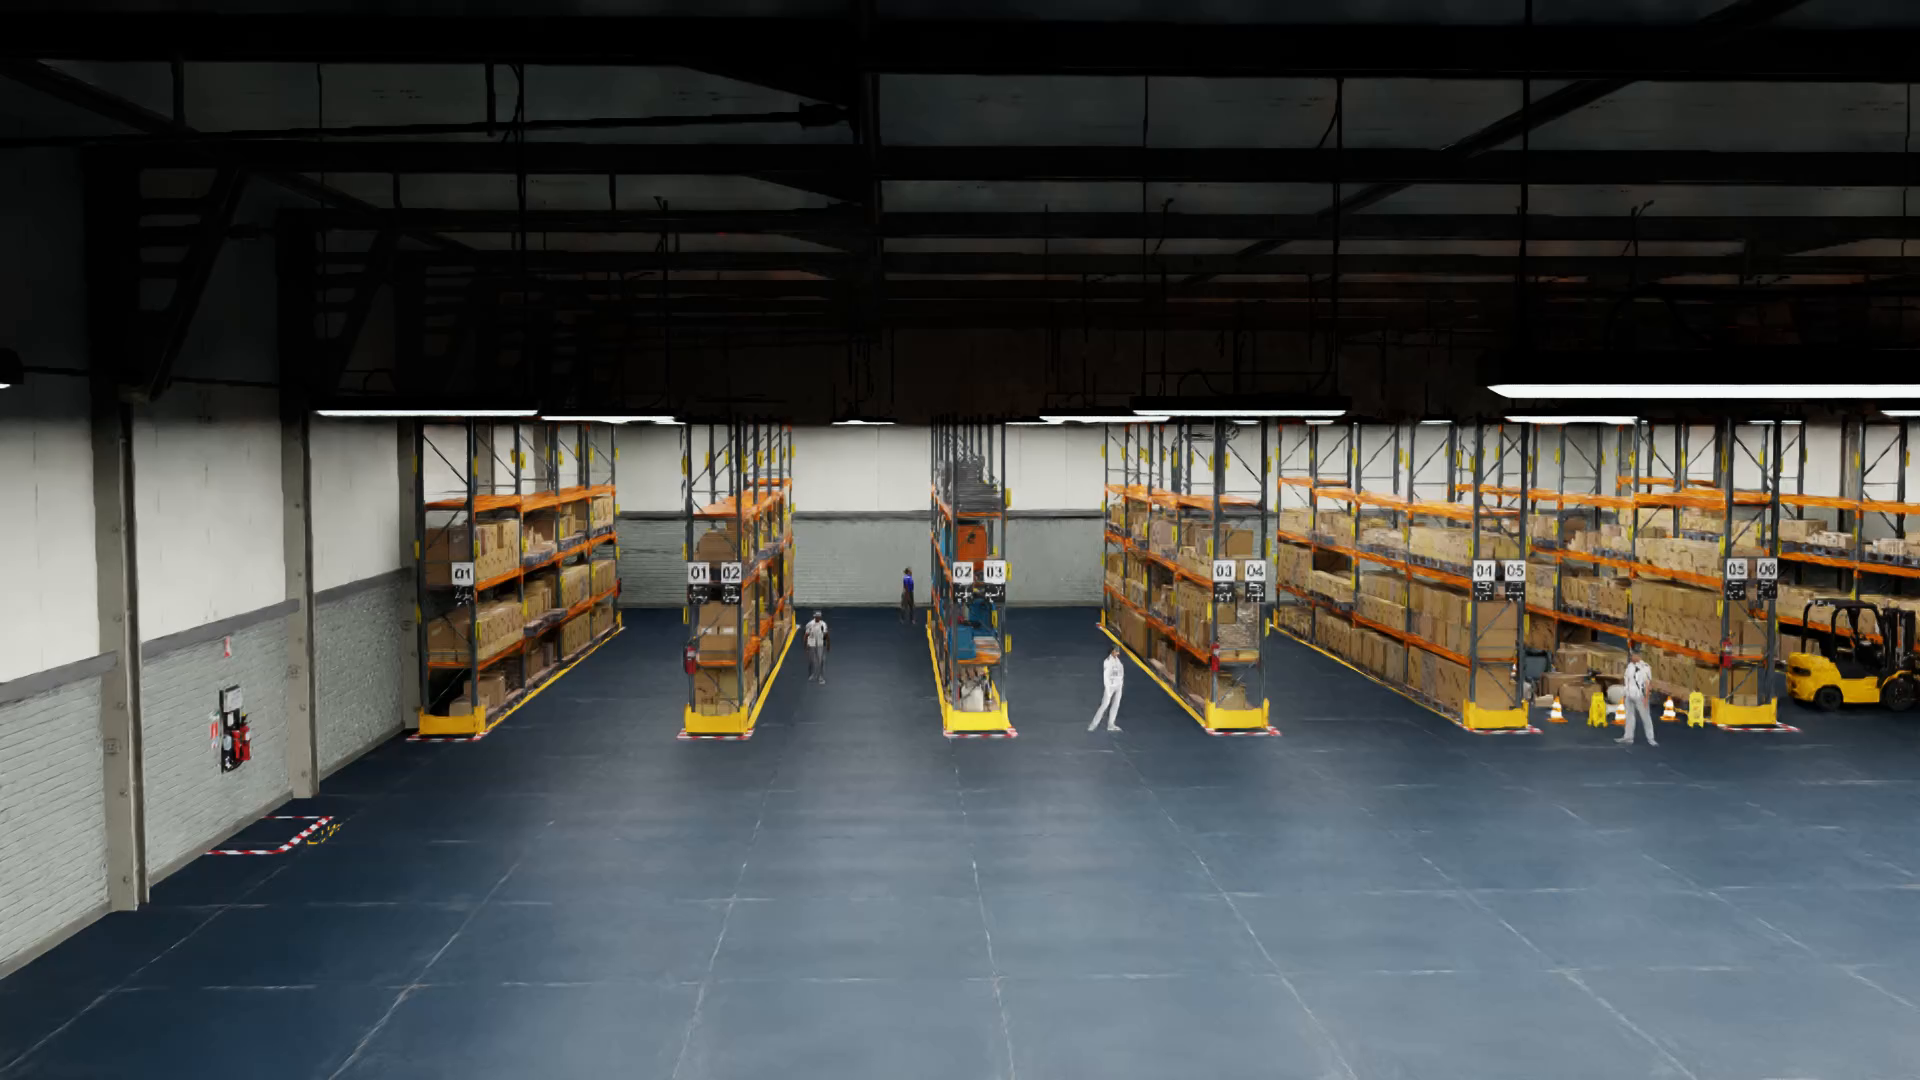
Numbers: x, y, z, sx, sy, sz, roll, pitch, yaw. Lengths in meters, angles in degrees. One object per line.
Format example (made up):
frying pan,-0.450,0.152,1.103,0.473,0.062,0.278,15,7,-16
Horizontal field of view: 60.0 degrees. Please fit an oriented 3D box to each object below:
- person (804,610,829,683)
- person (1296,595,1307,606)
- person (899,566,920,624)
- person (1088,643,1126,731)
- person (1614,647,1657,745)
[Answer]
person,-3.235,2.357,37.443,0.584,1.644,0.659,-1,4,-10
person,10.766,1.297,52.290,0.607,1.752,0.569,3,5,34
person,-1.489,1.591,48.395,0.499,1.654,0.626,2,4,21
person,2.754,2.771,31.247,0.489,1.665,0.674,4,5,44
person,12.244,2.809,30.022,0.562,1.749,0.676,-2,4,-22
